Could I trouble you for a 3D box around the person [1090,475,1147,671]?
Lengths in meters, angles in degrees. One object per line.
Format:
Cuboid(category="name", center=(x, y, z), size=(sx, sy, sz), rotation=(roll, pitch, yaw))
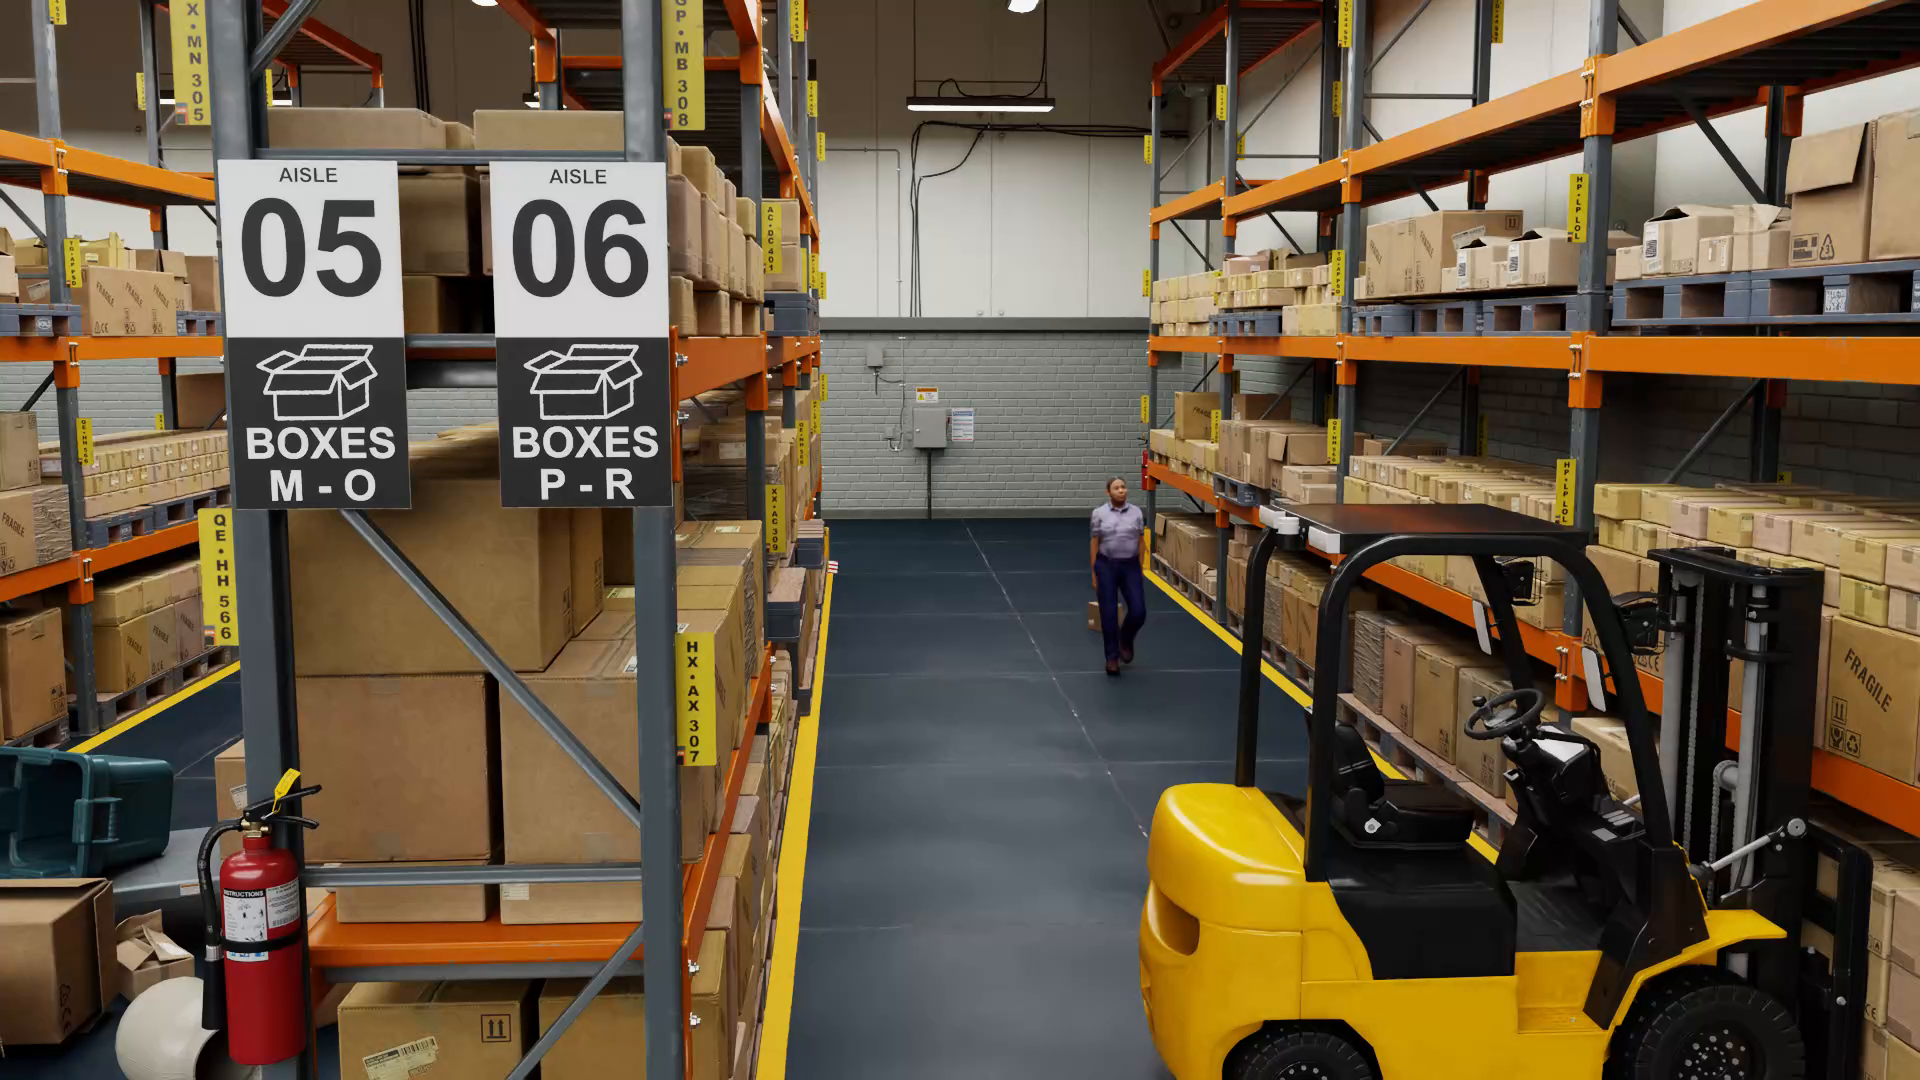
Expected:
Cuboid(category="person", center=(1.319, 0.268, 13.964), size=(0.472, 1.627, 0.497), rotation=(-1, 7, -5))
